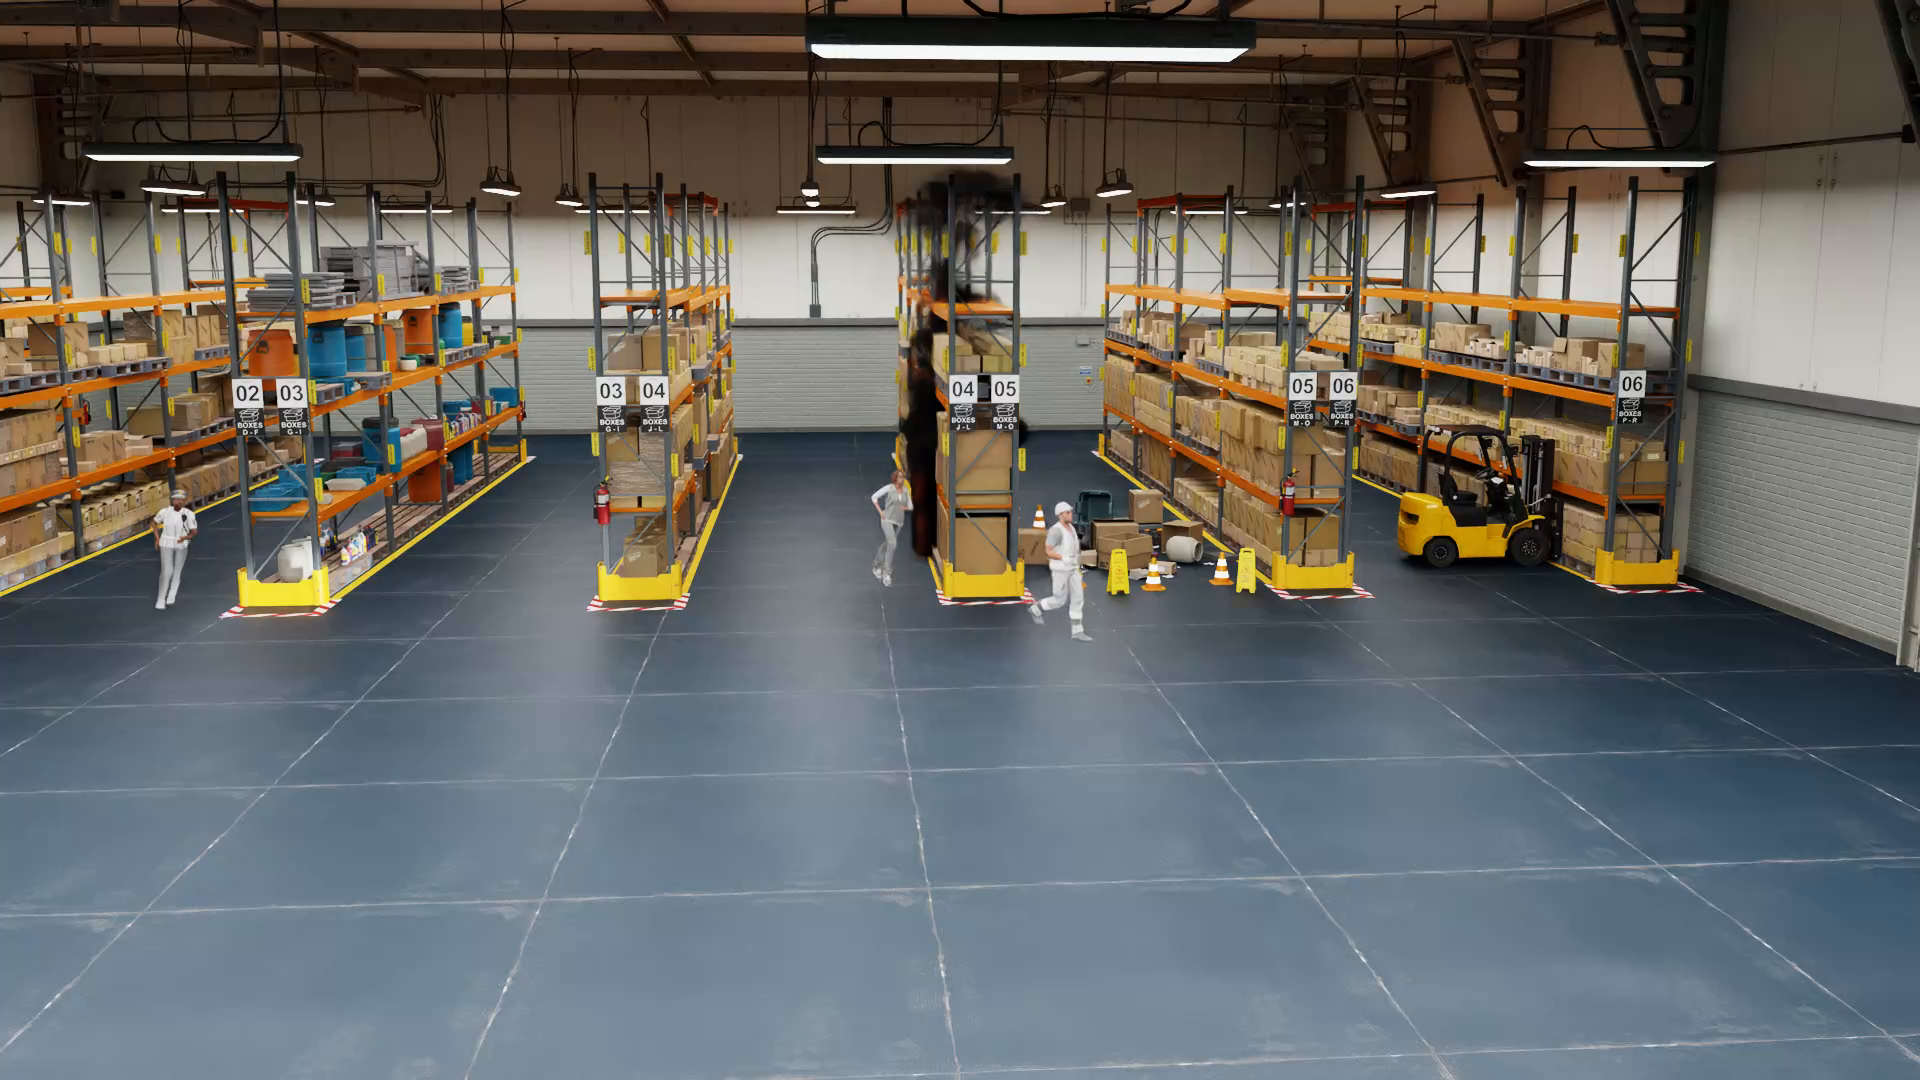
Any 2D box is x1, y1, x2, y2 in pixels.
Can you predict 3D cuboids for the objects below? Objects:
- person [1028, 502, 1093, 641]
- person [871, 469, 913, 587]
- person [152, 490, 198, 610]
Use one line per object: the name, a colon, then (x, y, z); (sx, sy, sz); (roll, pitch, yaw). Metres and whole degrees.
person: (1.310, 0.391, 21.389); (0.935, 1.781, 0.661); (8, 13, 37)
person: (-0.971, -0.204, 23.777); (0.538, 1.636, 0.632); (-7, 12, -36)
person: (-10.999, 0.128, 23.292); (0.615, 1.686, 0.648); (-6, 11, -29)
